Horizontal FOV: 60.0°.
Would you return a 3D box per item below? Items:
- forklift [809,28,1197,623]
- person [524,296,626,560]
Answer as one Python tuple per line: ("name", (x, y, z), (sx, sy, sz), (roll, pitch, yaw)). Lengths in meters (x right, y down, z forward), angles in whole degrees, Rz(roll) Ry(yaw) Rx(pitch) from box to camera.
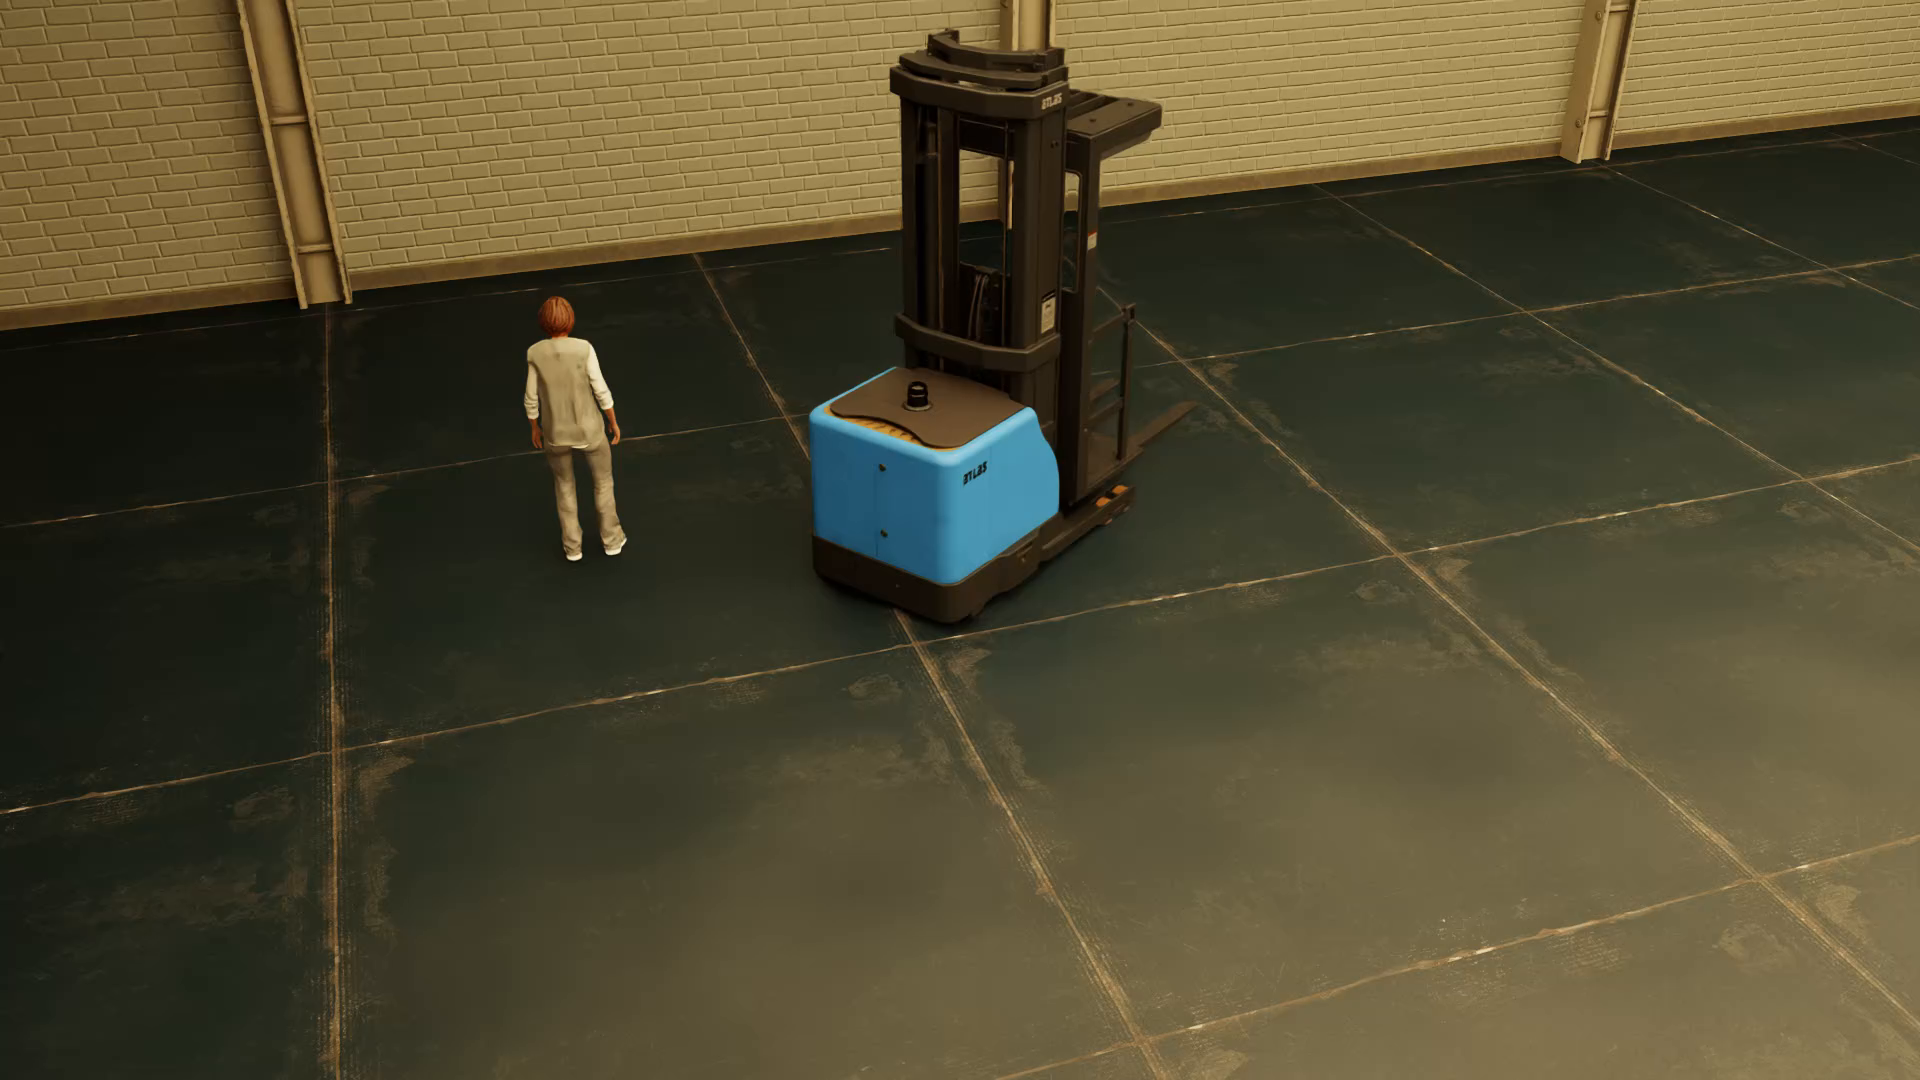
("forklift", (0.432, -1.496, 9.687), (1.130, 2.935, 3.031), (20, 36, 31))
("person", (-2.205, -0.622, 9.512), (0.505, 1.592, 0.363), (-3, 30, -5))
